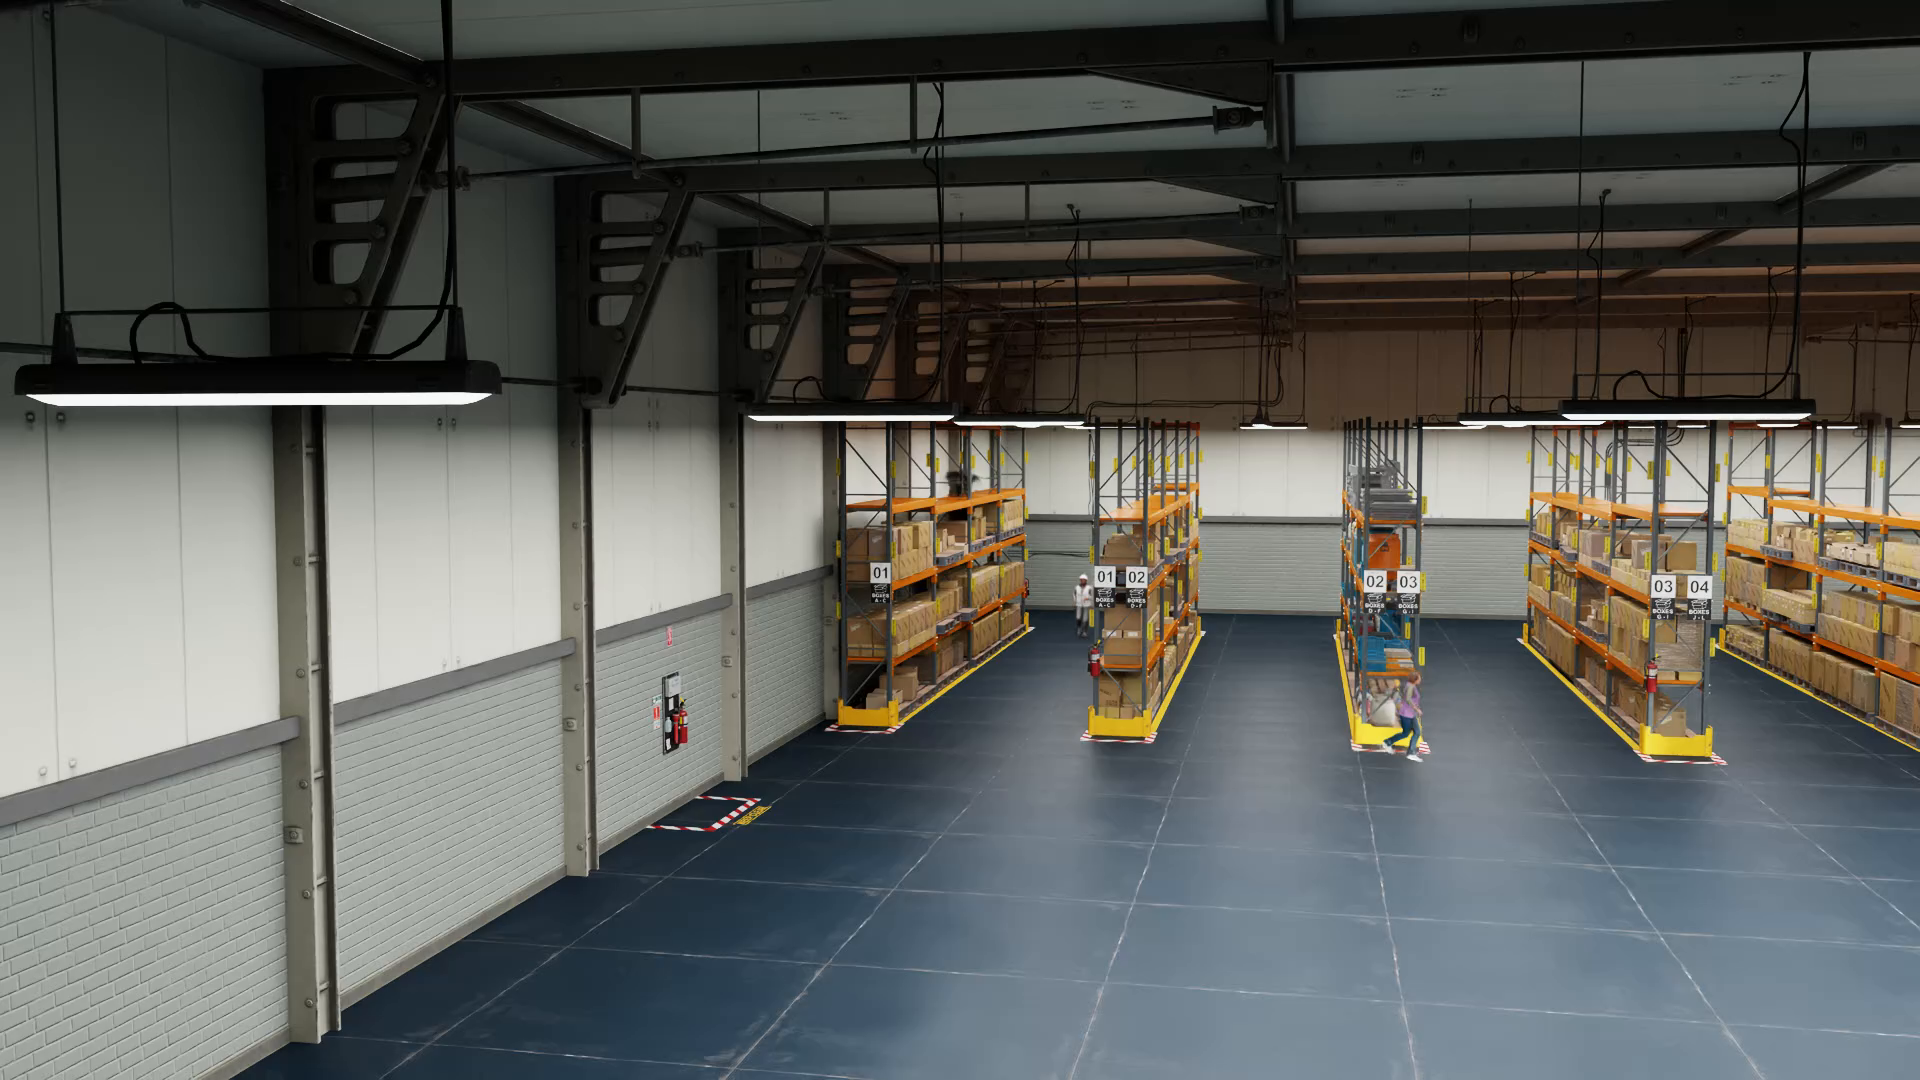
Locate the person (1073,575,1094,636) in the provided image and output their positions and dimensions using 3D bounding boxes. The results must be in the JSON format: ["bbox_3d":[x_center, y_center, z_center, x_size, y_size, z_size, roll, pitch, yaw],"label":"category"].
[{"bbox_3d":[3.426,1.834,46.349,0.640,1.732,0.655,1,4,13],"label":"person"}]

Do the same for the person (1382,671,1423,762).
[{"bbox_3d":[7.715,3.062,28.995,0.716,1.576,0.529,2,4,27],"label":"person"}]
